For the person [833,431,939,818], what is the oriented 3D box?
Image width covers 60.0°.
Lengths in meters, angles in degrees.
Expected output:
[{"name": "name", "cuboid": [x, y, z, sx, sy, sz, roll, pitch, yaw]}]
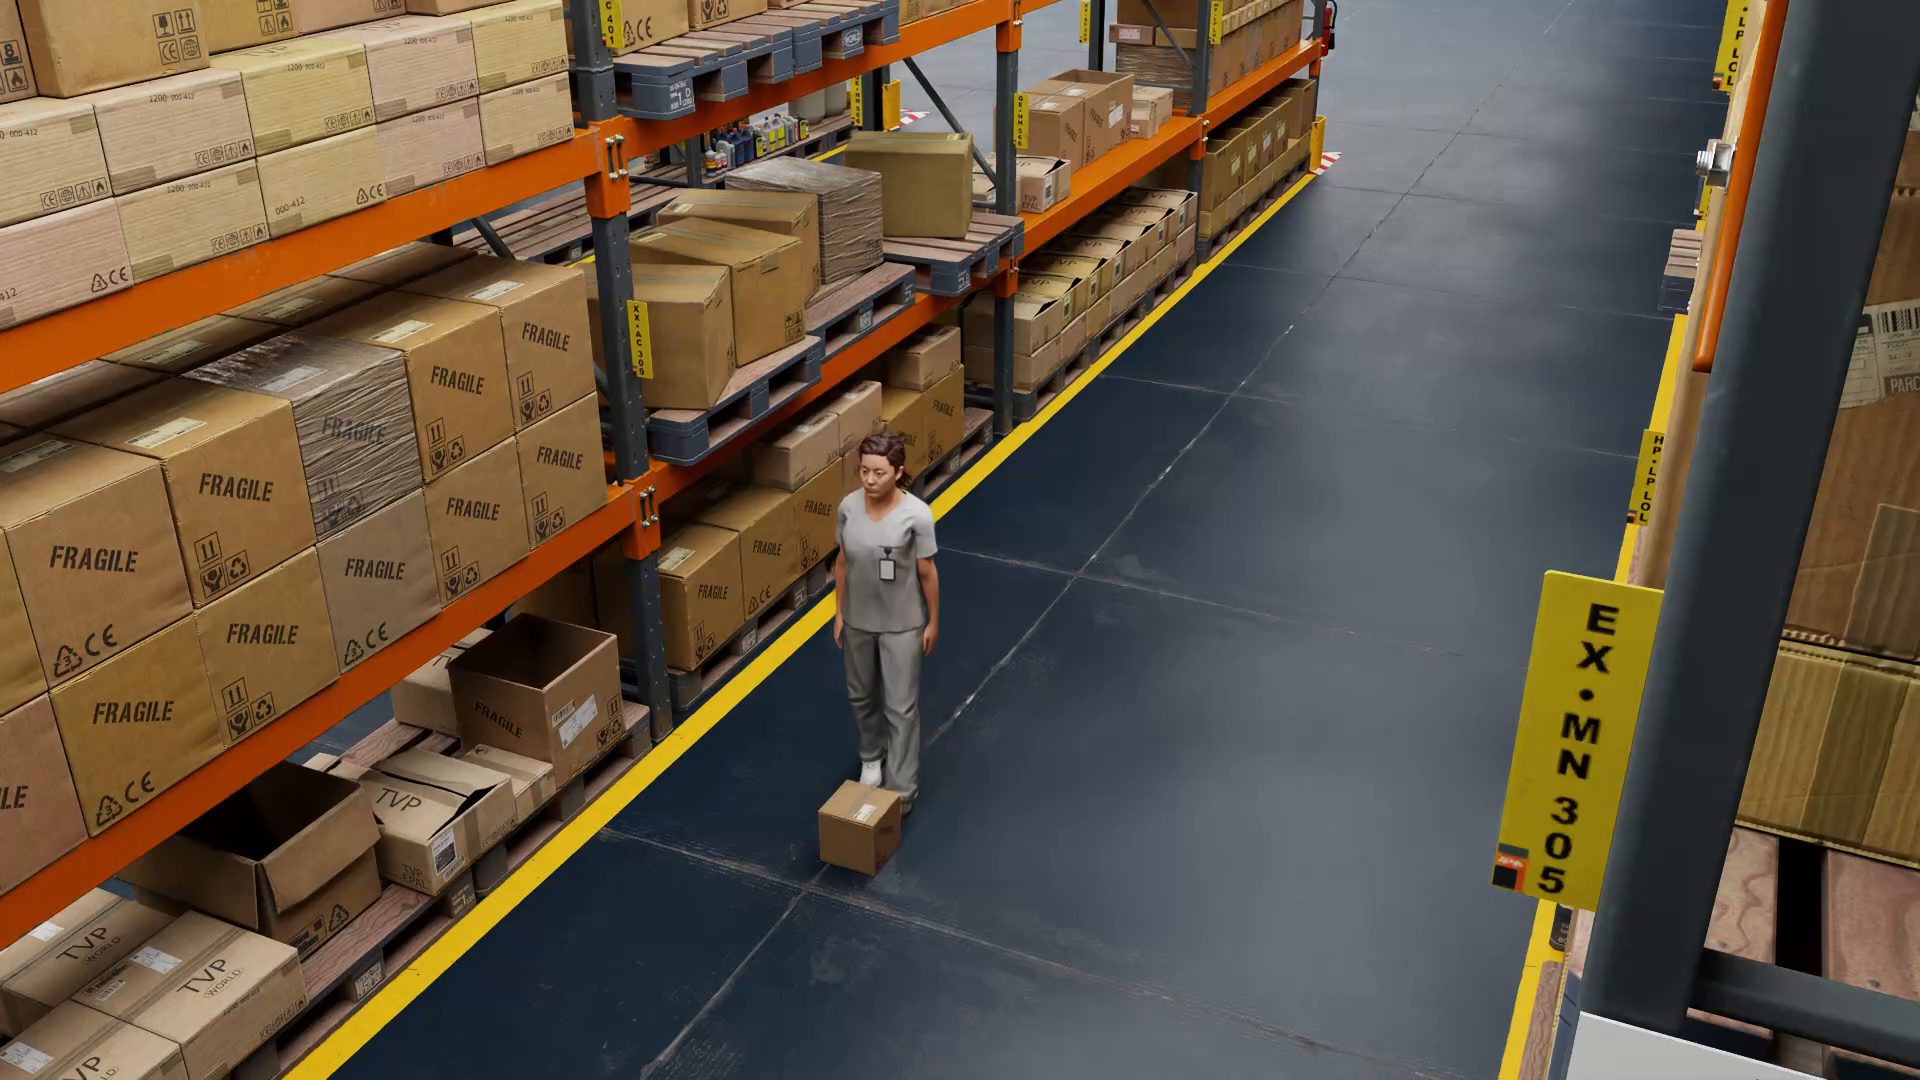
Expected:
[{"name": "person", "cuboid": [-0.334, 0.369, 6.866, 0.451, 1.675, 0.616, 9, 28, 18]}]
